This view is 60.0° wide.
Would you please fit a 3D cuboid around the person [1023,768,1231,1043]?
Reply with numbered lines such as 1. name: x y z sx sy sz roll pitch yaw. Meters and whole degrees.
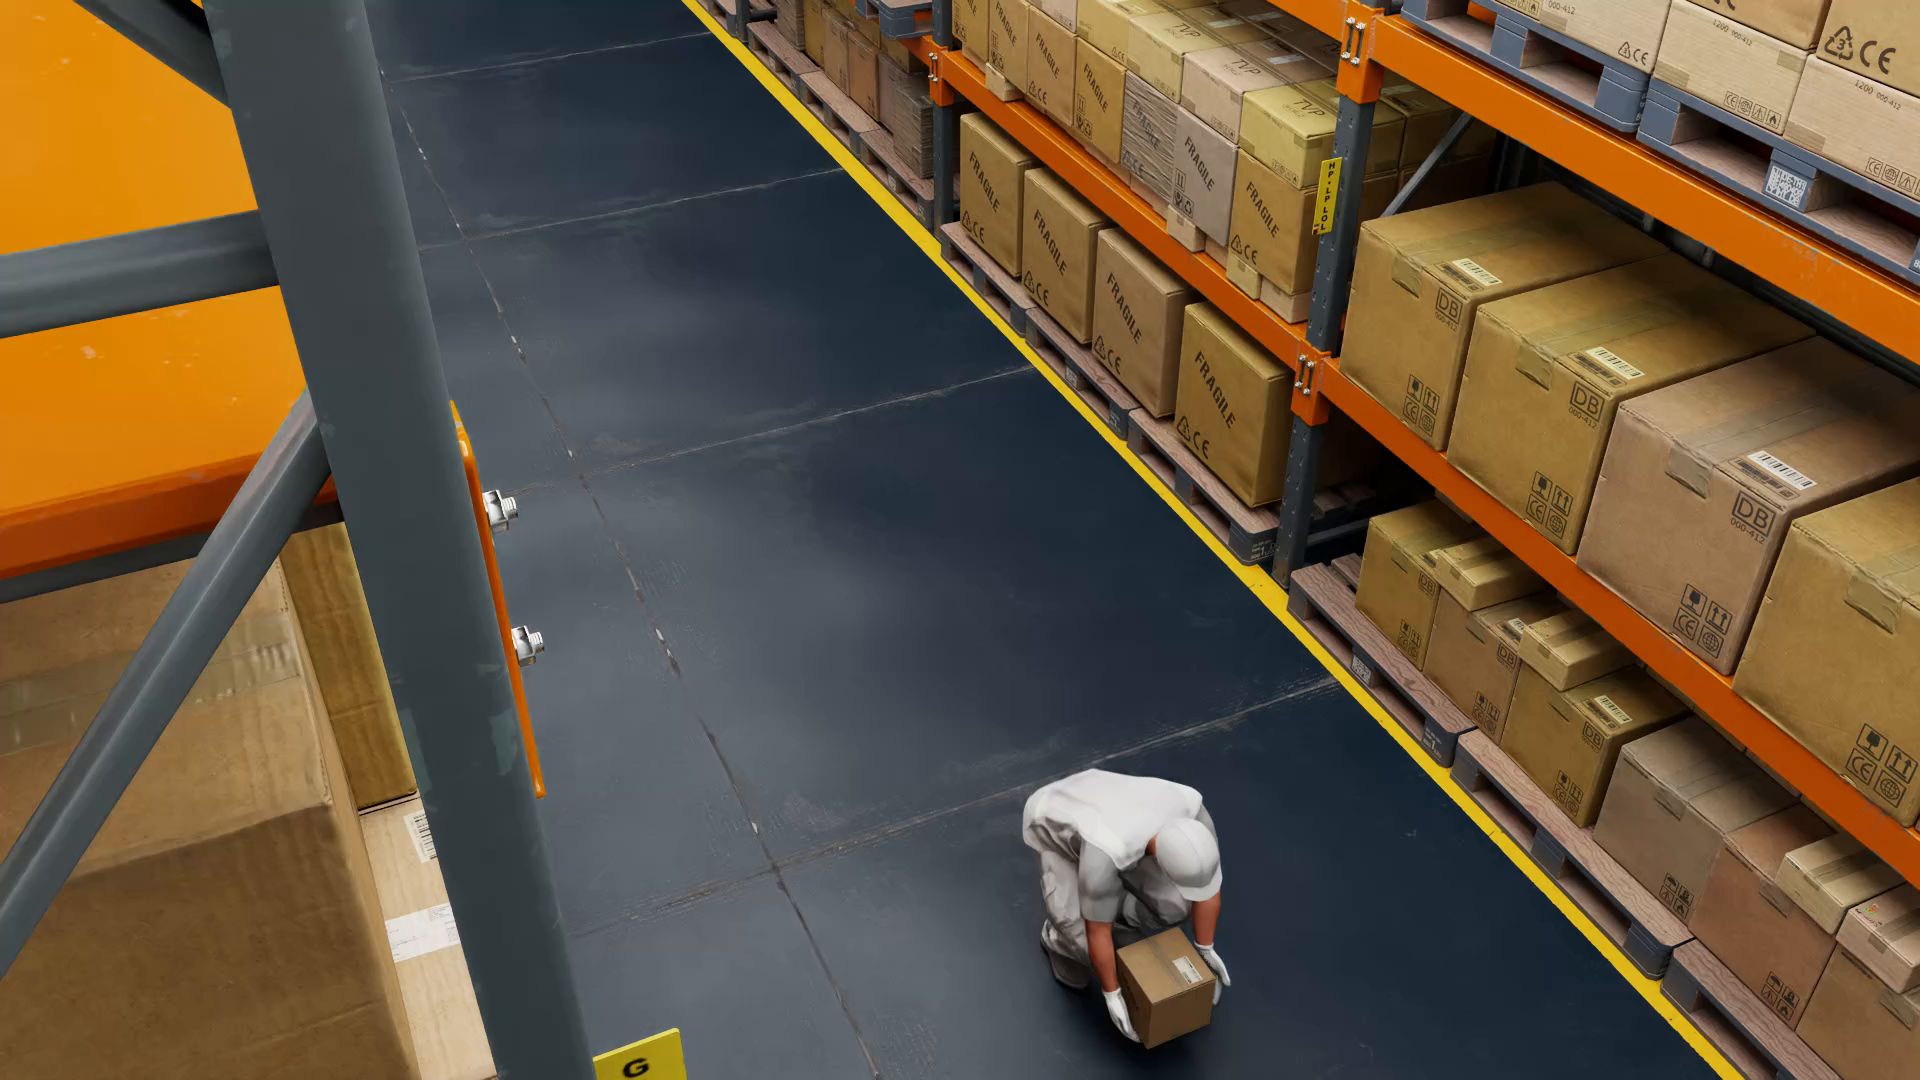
1. person: 0.585 1.187 5.885 0.573 1.040 0.871 -16 40 -20
